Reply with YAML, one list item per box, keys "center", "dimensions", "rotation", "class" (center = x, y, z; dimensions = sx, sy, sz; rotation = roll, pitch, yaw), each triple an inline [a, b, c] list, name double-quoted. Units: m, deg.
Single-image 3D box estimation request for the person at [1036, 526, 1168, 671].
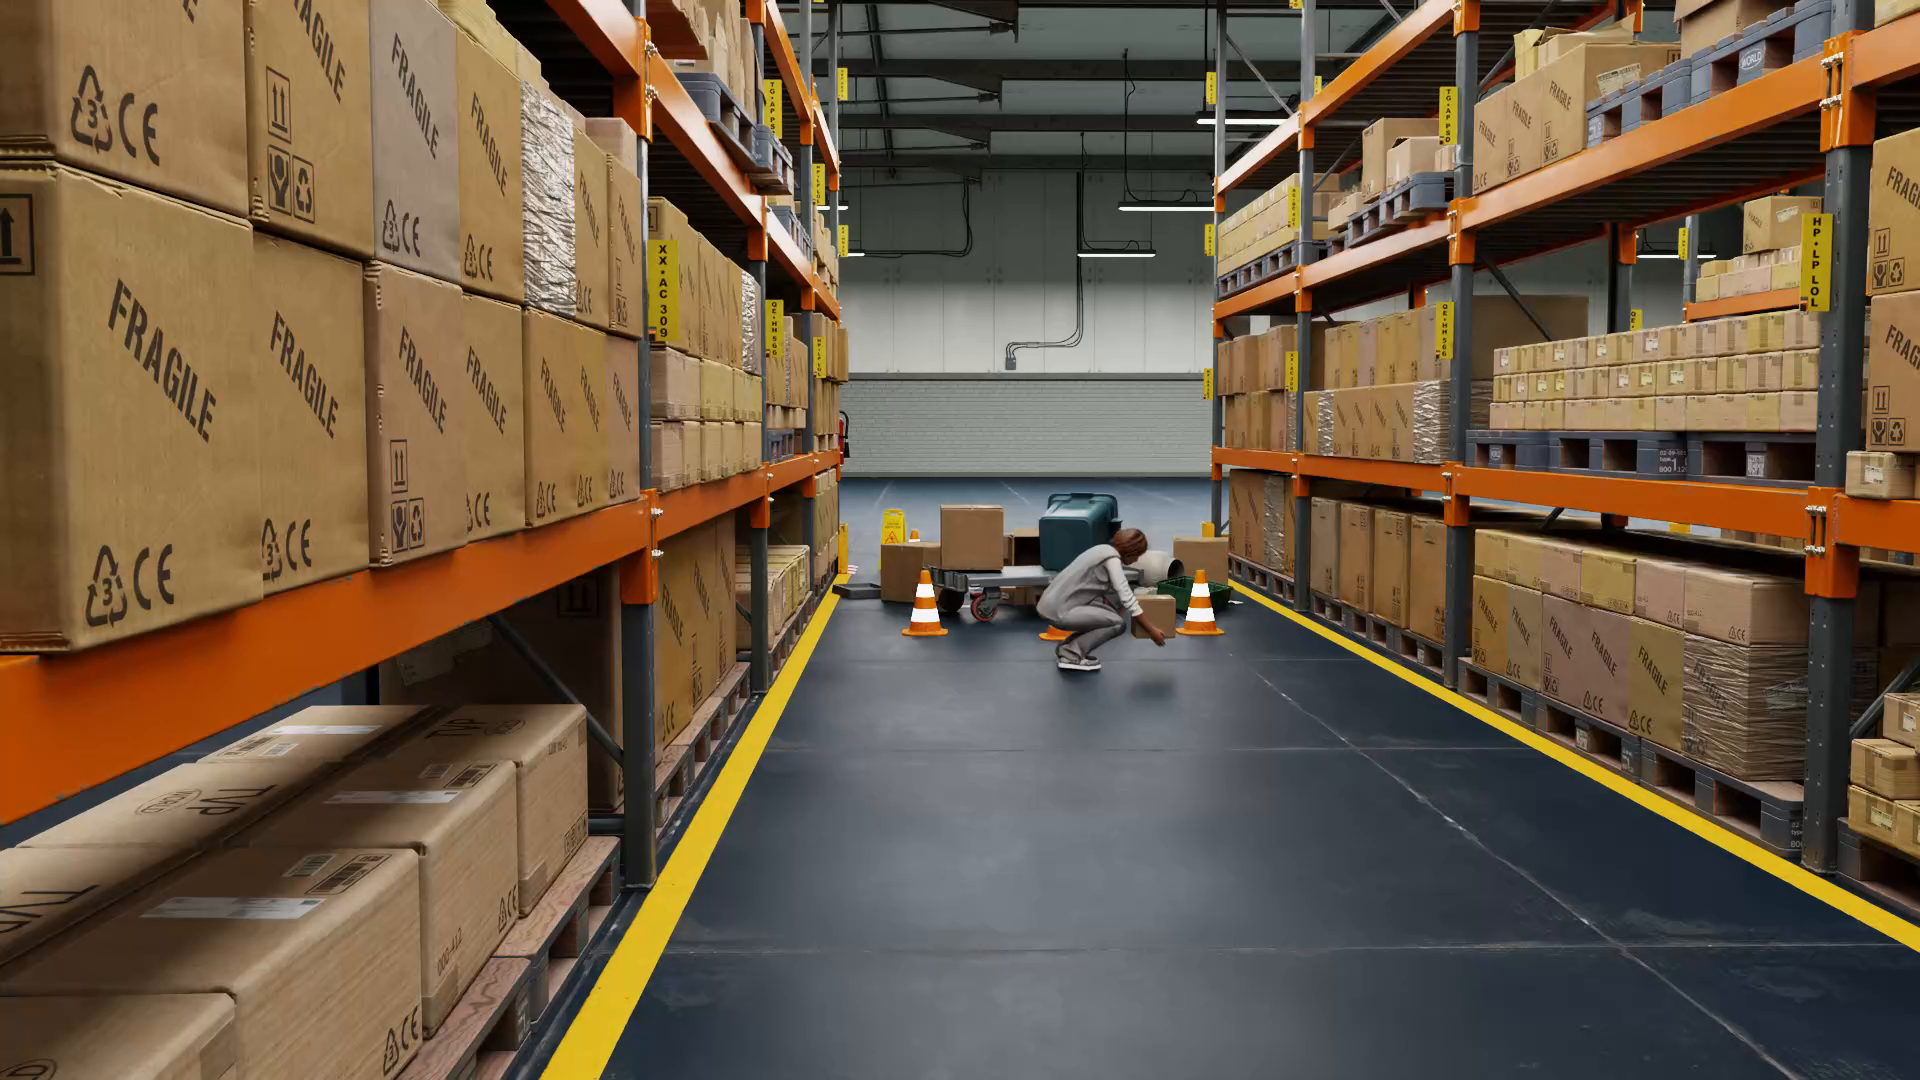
- center: [0.891, 0.373, 10.538]
  dimensions: [0.826, 0.889, 0.432]
  rotation: [0, 4, -2]
  class: "person"
